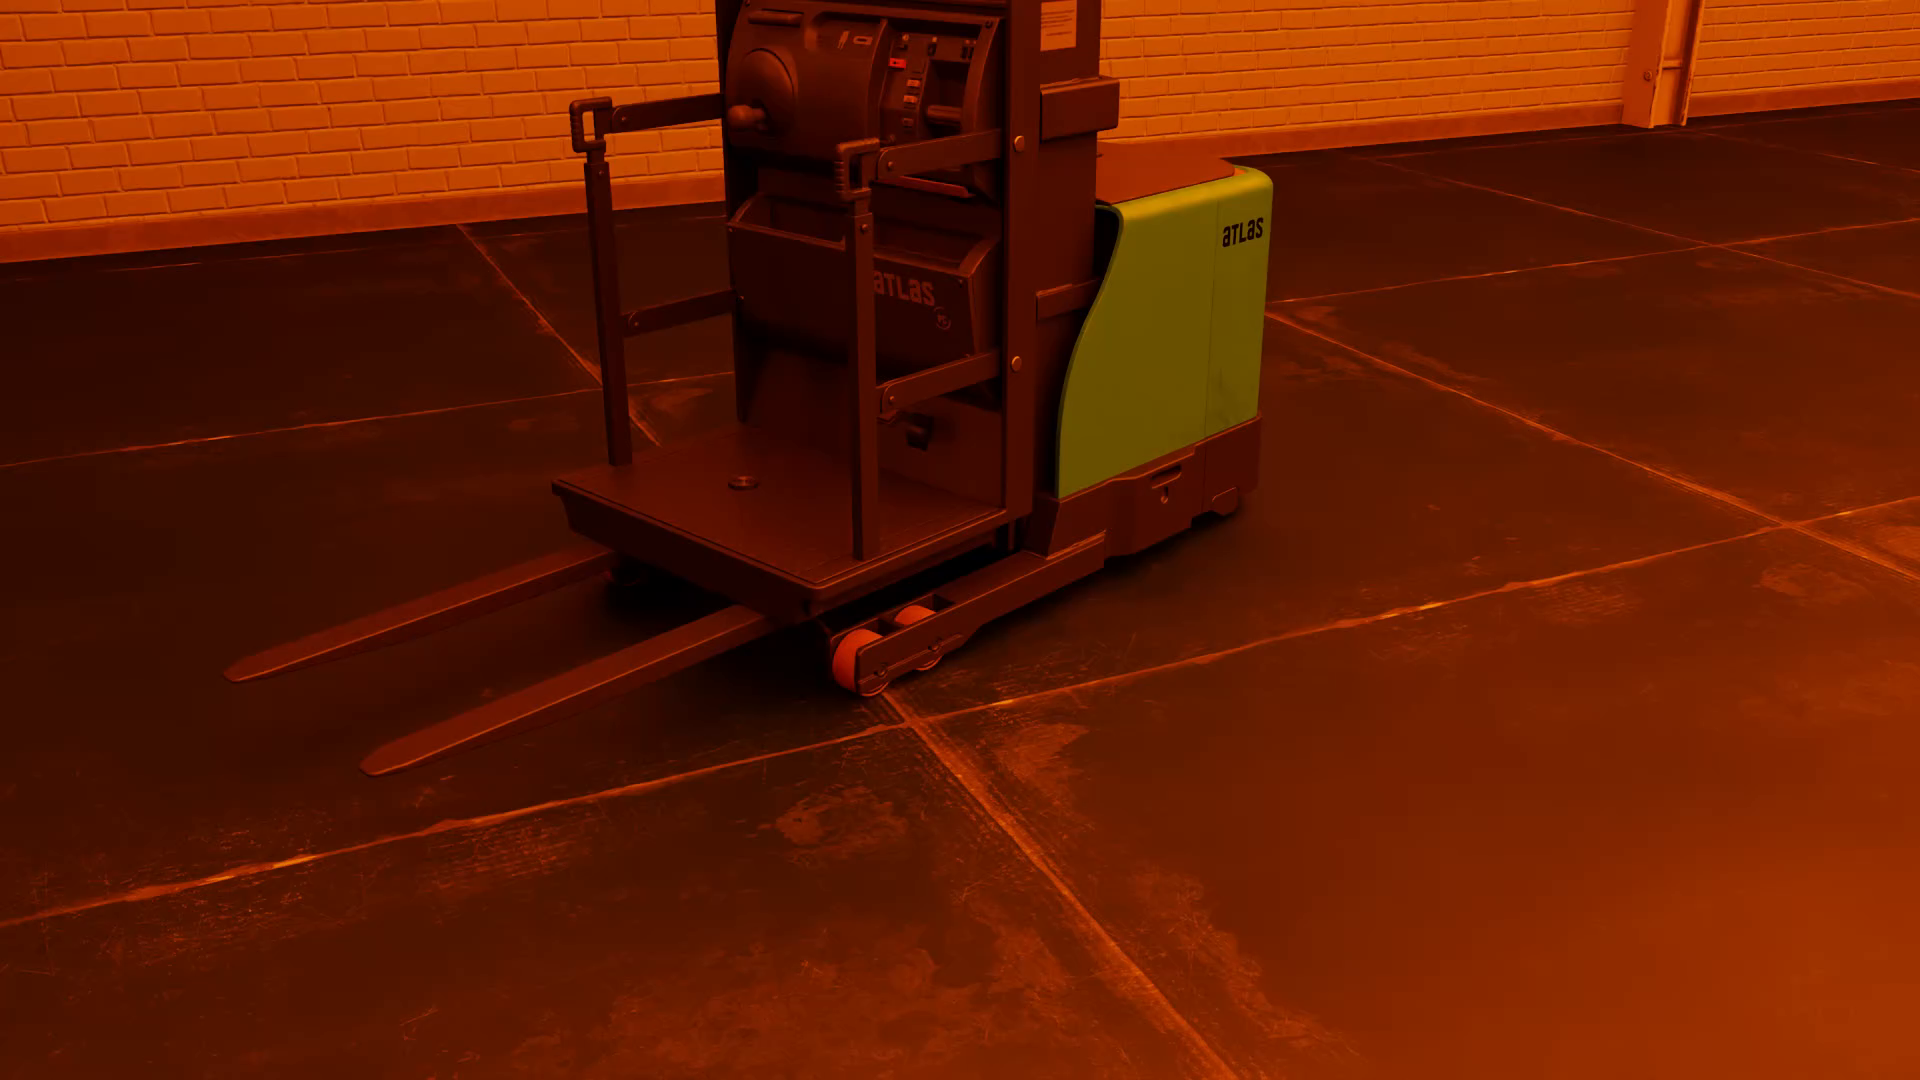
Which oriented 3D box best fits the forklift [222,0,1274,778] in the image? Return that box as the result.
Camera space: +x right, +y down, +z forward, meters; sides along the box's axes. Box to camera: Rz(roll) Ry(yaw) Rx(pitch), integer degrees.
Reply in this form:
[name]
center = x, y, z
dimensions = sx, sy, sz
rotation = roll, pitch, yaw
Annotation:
[forklift]
center = -0.413, -1.182, 4.131
dimensions = 1.130, 2.935, 3.031
rotation = 19, 29, 39
